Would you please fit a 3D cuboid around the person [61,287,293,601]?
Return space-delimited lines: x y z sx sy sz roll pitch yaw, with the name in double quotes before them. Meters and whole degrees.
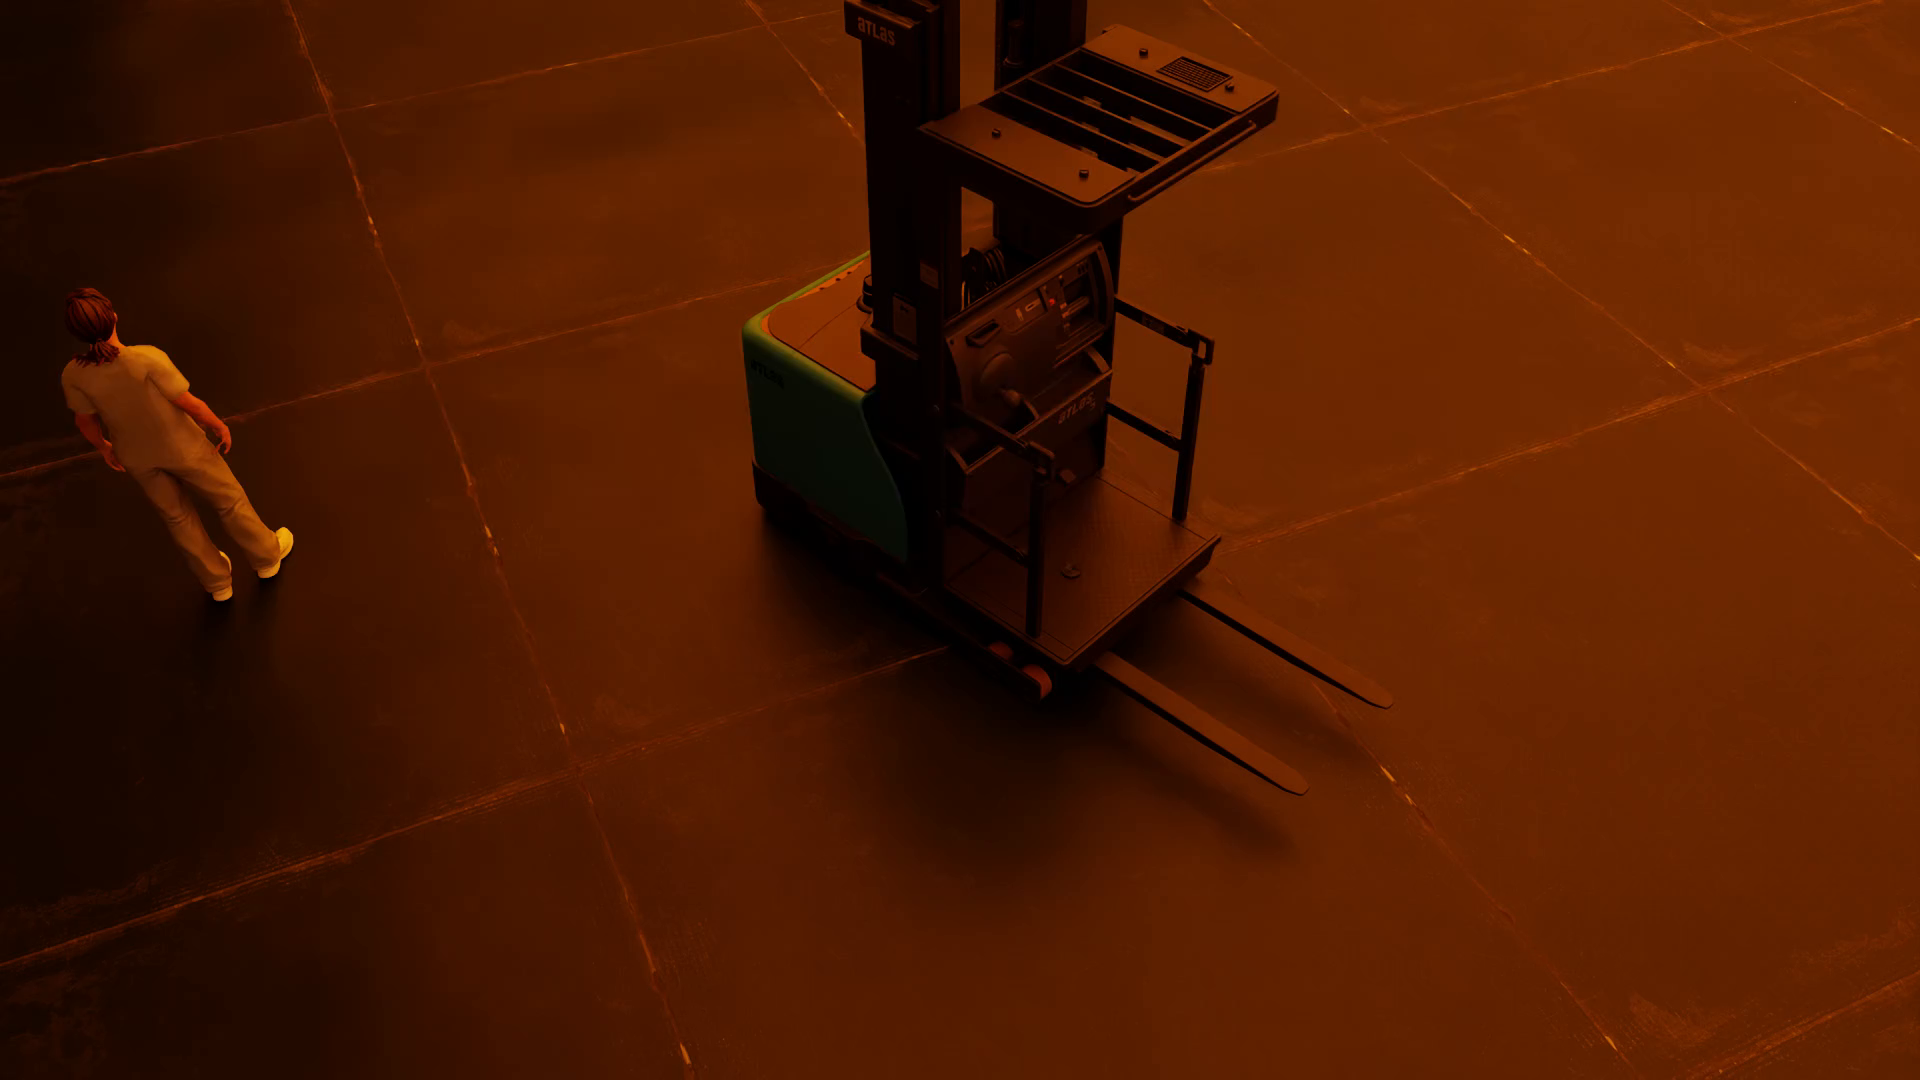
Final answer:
"person" -3.356 -0.425 7.044 0.548 1.673 0.549 -7 43 -7

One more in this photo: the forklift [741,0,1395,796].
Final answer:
"forklift" 0.445 -0.788 6.525 3.031 2.935 1.130 32 52 30
